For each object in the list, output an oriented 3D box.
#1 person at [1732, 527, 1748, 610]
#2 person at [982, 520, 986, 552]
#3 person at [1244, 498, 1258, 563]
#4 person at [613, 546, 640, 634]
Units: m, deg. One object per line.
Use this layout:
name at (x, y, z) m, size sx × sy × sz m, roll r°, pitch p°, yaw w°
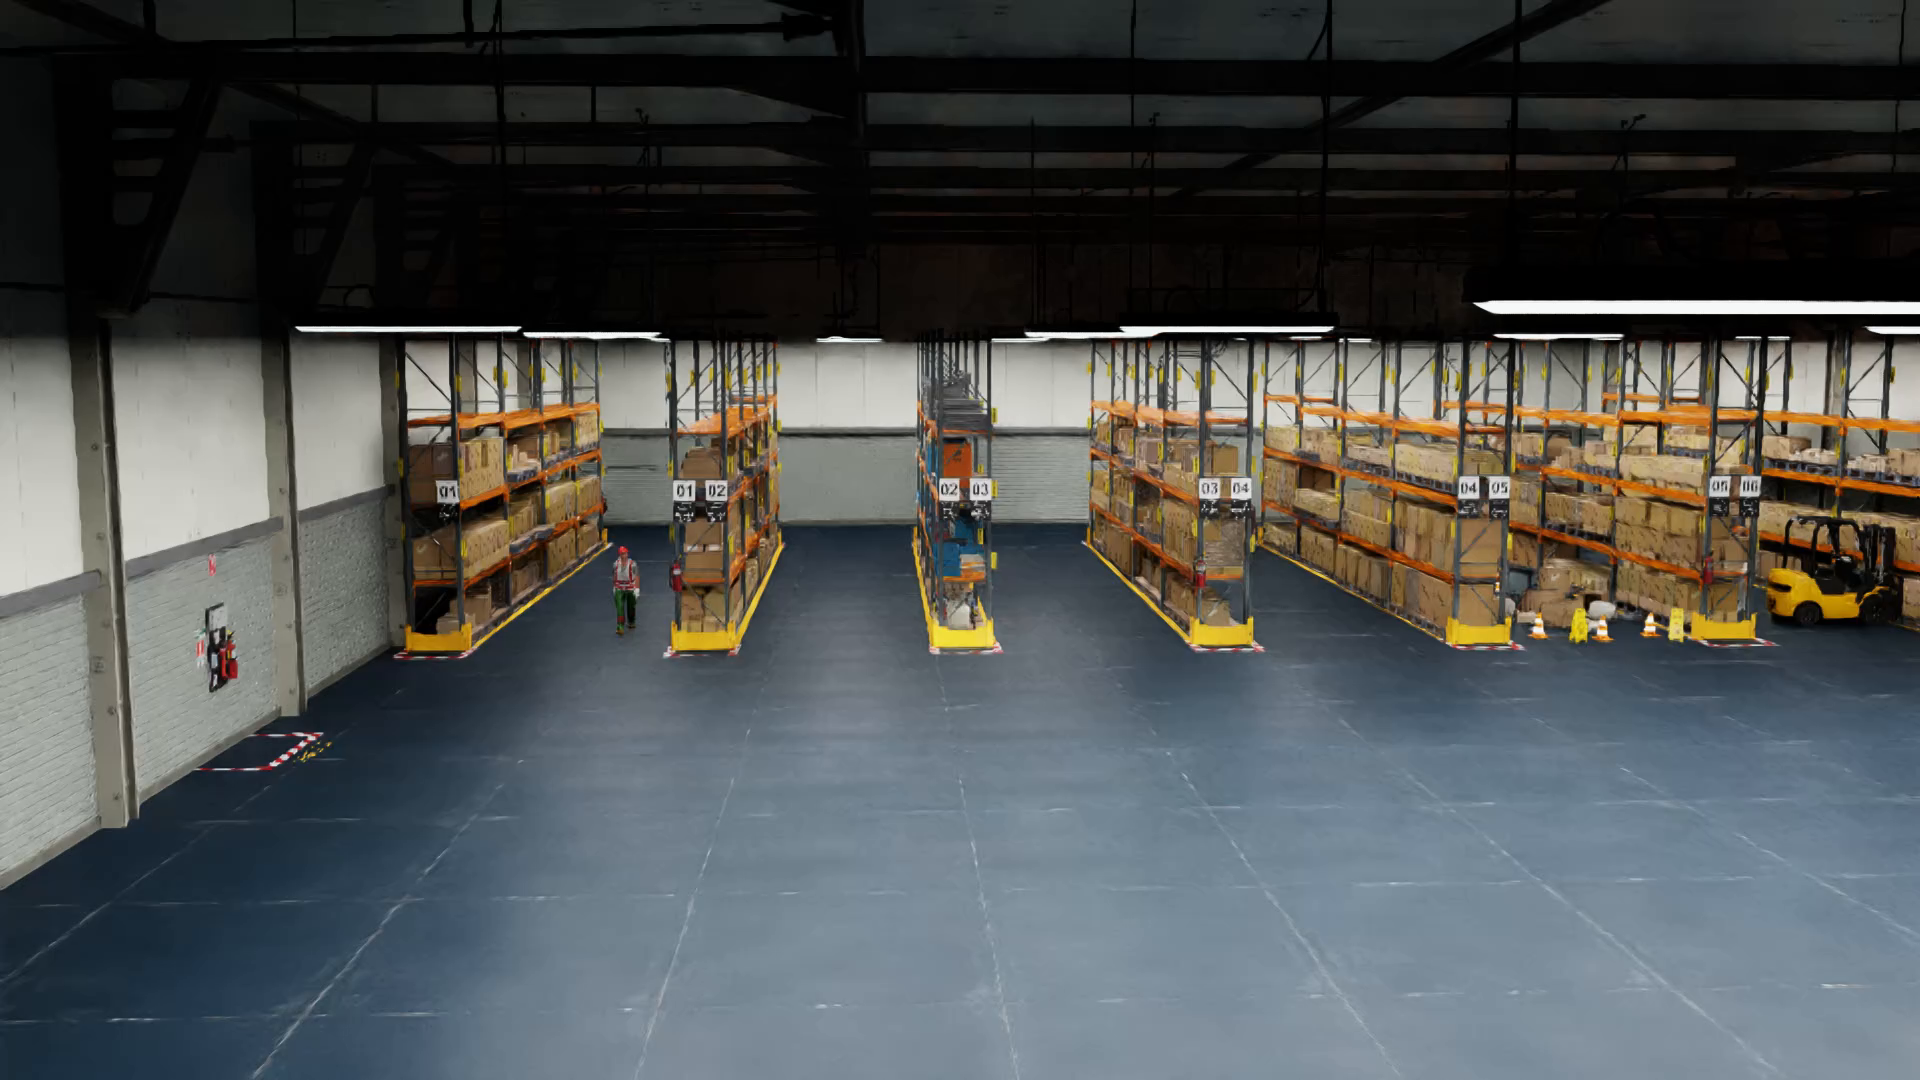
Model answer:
person at (16.793, 0.701, 35.918) m, size 0.550 × 1.572 × 0.636 m, roll 3°, pitch 7°, yaw 25°
person at (0.457, 0.086, 38.108) m, size 0.390 × 1.720 × 0.627 m, roll -1°, pitch 7°, yaw -7°
person at (7.576, -0.312, 43.584) m, size 0.504 × 1.788 × 0.640 m, roll -4°, pitch 8°, yaw -32°
person at (-6.635, 0.973, 33.031) m, size 0.567 × 1.736 × 1.044 m, roll 0°, pitch 7°, yaw -4°
